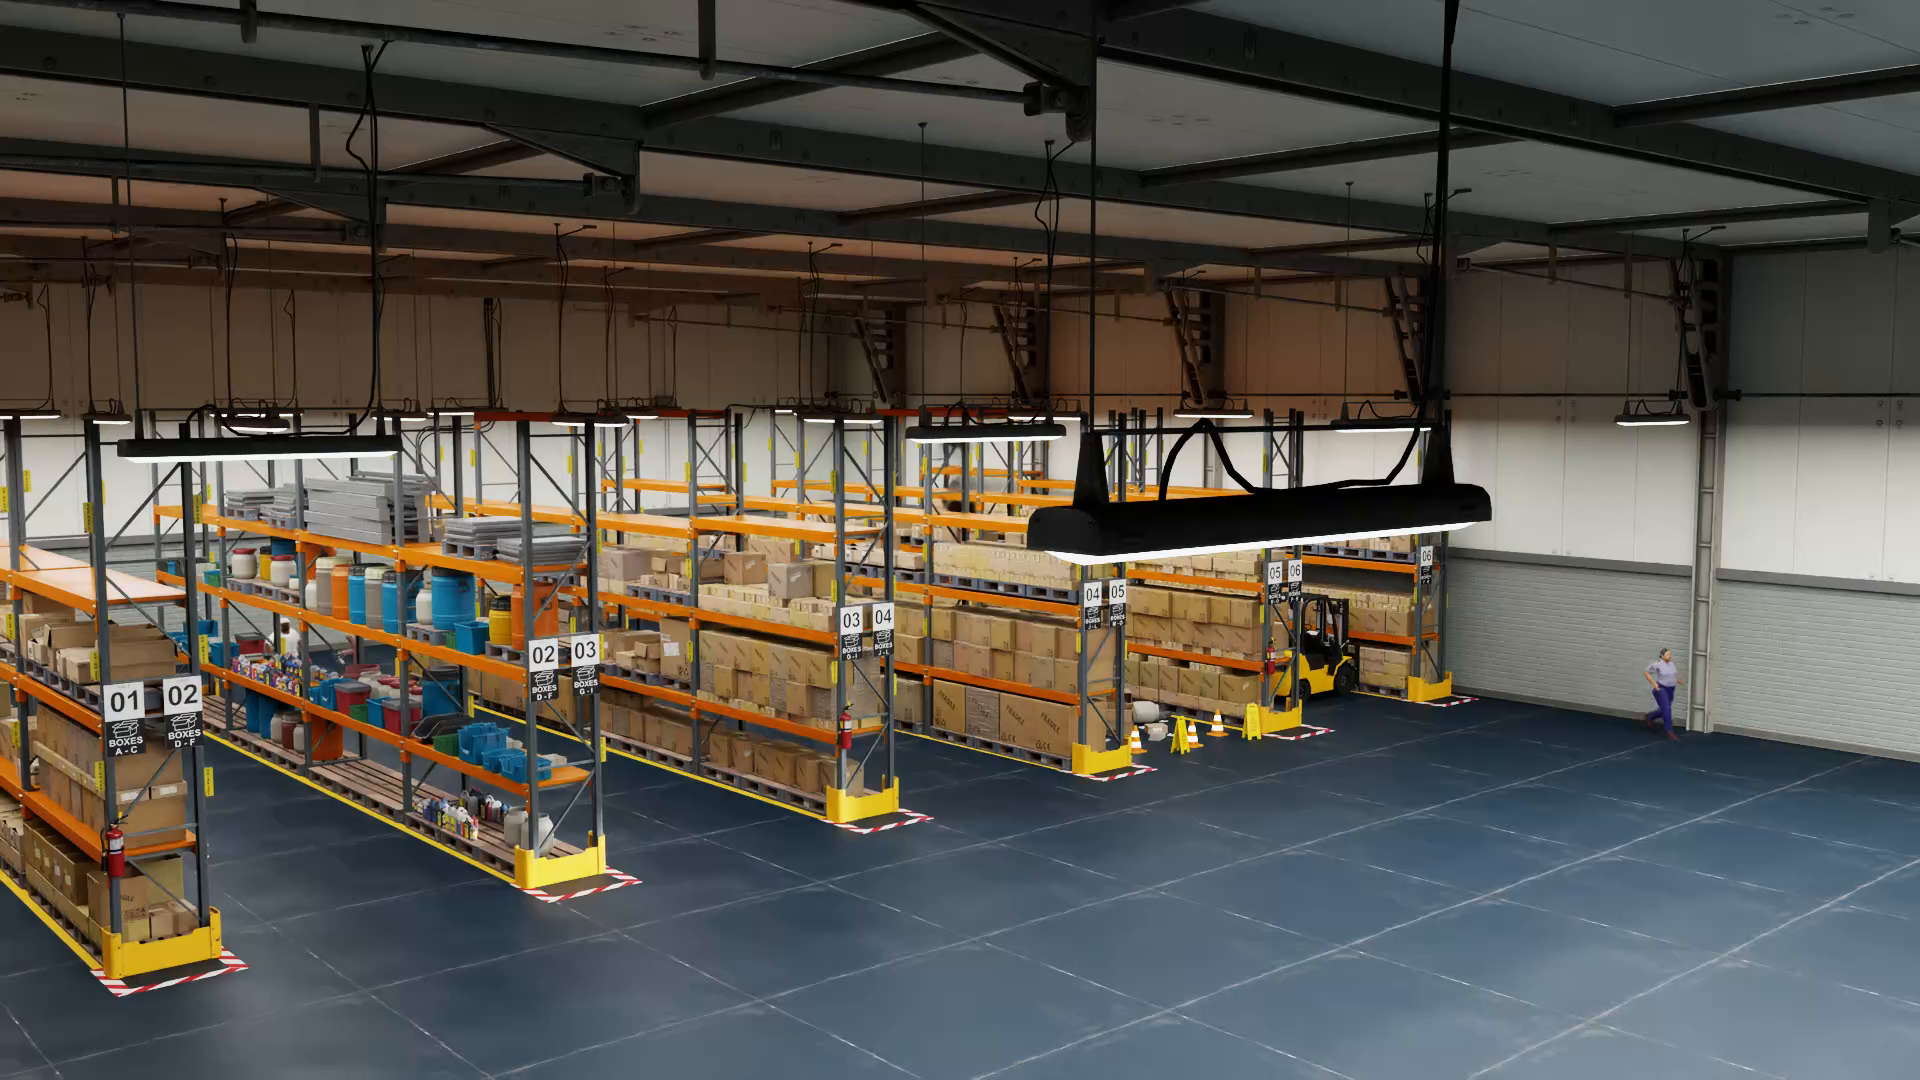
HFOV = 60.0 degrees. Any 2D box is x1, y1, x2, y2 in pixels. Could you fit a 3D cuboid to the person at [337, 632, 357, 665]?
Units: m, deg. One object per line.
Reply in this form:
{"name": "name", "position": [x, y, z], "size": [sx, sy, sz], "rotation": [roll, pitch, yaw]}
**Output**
{"name": "person", "position": [-13.949, 2.194, 37.988], "size": [0.659, 1.638, 0.581], "rotation": [0, 5, -1]}

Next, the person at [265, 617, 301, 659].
{"name": "person", "position": [-13.894, 2.457, 34.395], "size": [0.675, 1.766, 0.764], "rotation": [2, 6, 25]}

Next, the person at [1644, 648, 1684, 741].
{"name": "person", "position": [12.993, 2.826, 30.703], "size": [0.608, 1.658, 0.871], "rotation": [-2, 6, -26]}
